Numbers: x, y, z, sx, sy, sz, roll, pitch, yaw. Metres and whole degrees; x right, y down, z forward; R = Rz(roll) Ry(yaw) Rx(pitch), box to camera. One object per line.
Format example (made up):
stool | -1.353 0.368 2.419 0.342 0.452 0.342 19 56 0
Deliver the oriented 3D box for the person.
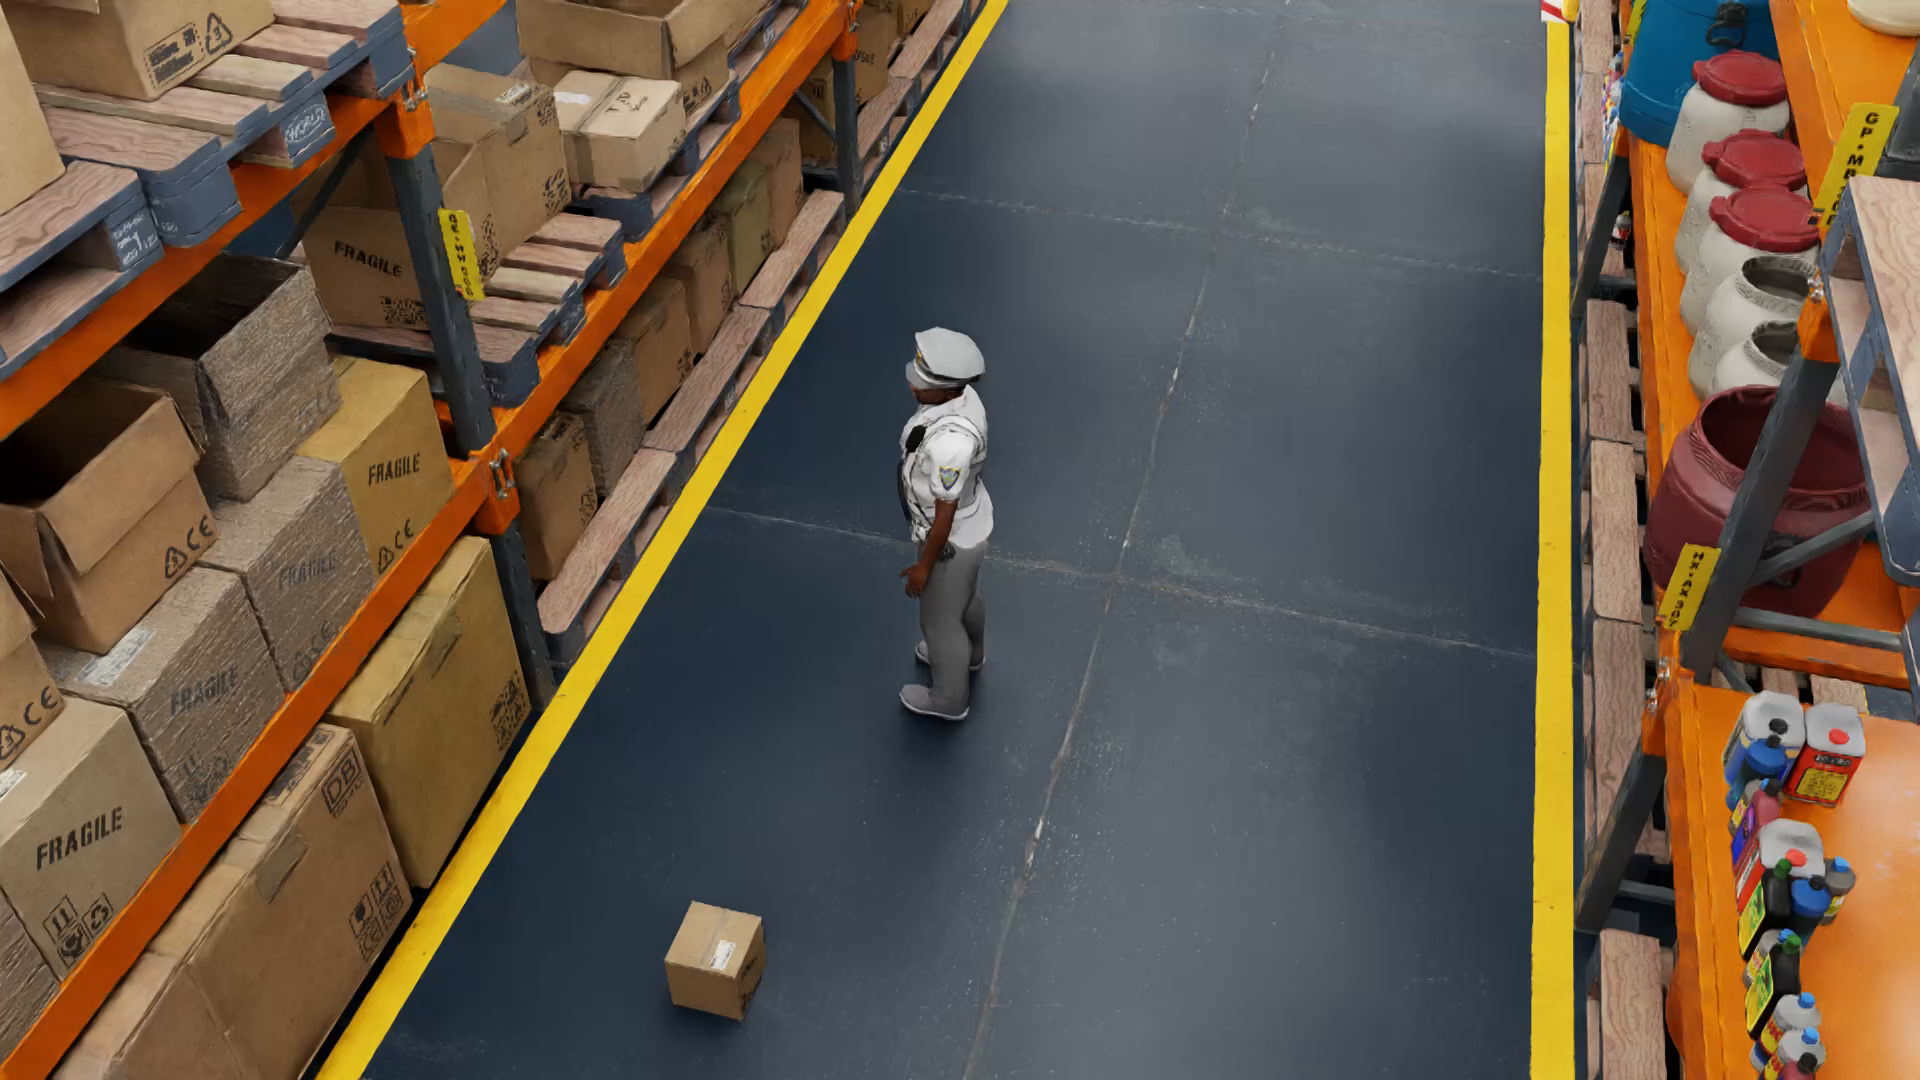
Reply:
person | -0.056 -0.031 6.147 0.360 1.688 0.501 2 41 2
